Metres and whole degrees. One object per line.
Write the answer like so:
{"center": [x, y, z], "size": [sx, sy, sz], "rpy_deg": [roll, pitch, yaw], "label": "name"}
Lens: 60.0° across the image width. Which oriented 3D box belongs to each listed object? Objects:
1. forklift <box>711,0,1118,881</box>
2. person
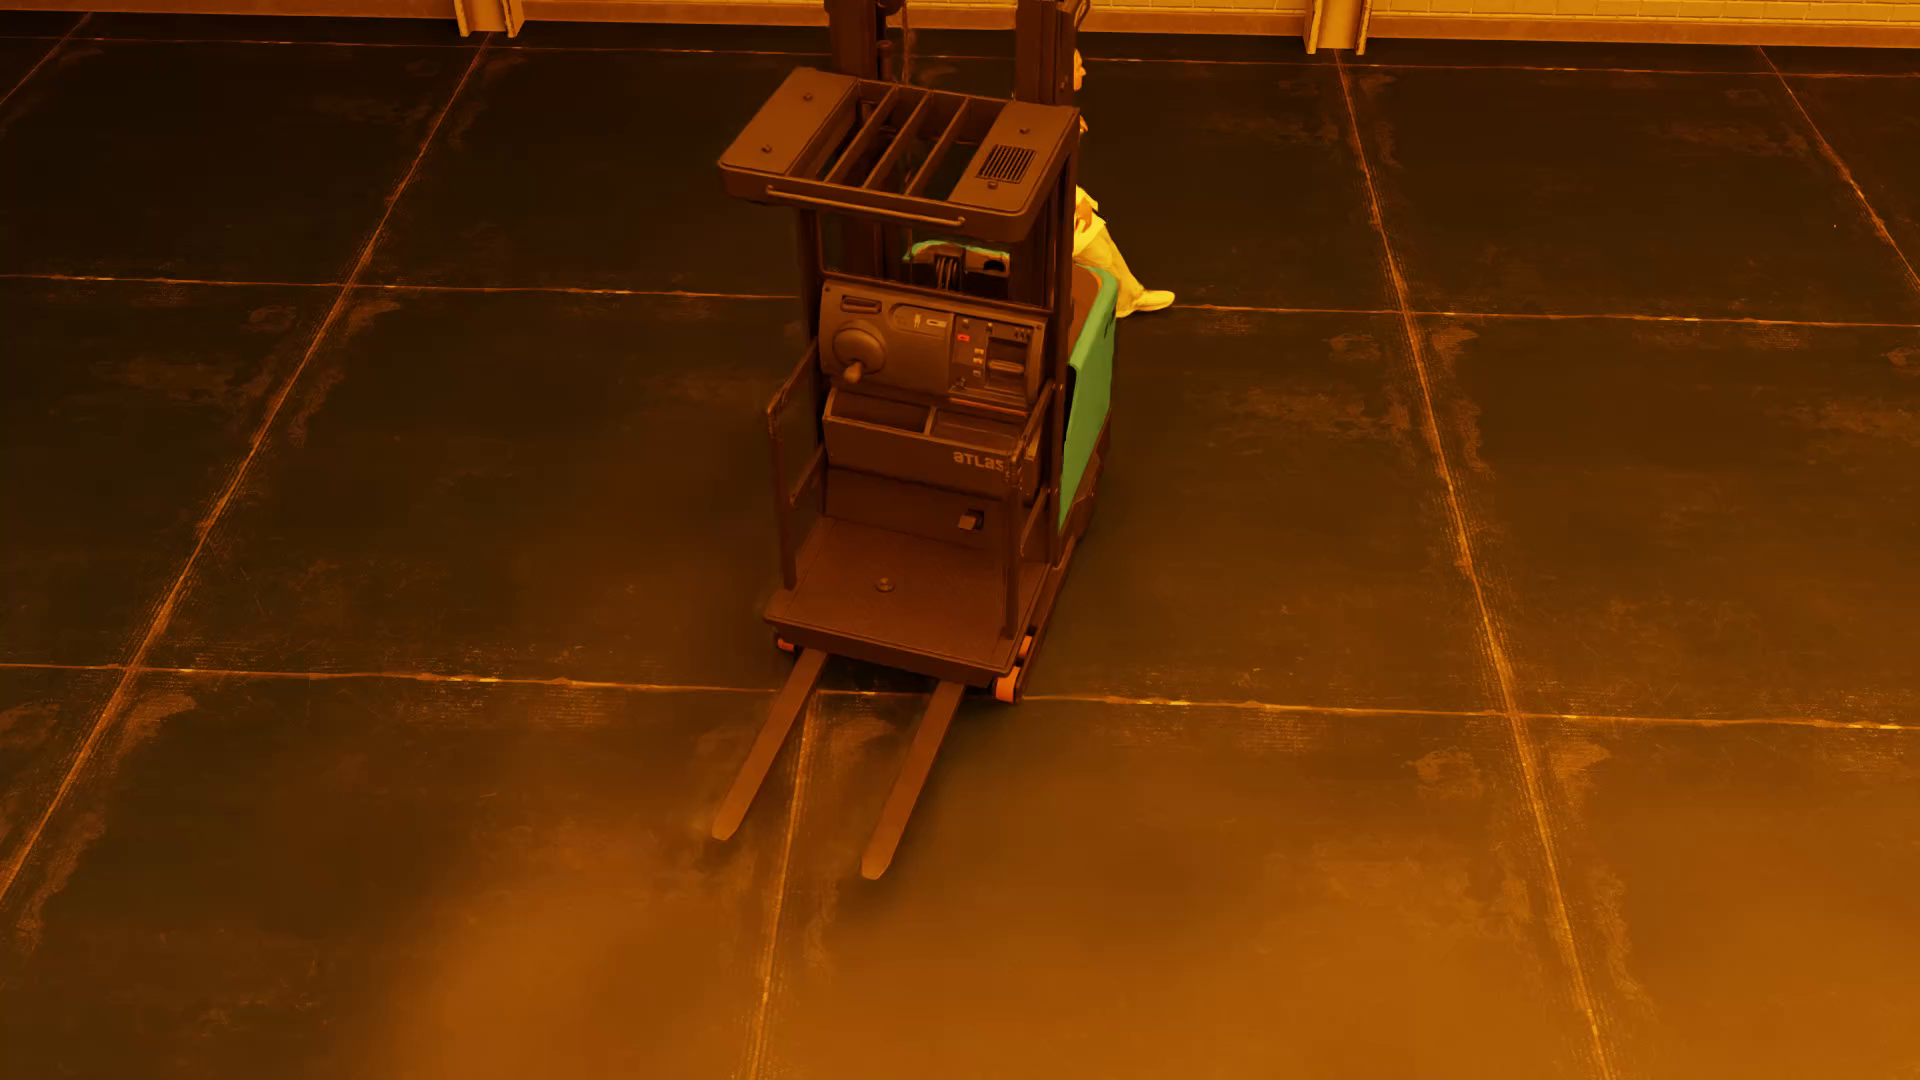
{"center": [-0.180, -0.689, 6.497], "size": [1.130, 2.935, 3.031], "rpy_deg": [12, 44, 13], "label": "forklift"}
{"center": [0.719, -1.799, 8.670], "size": [0.933, 1.646, 1.089], "rpy_deg": [2, 42, 2], "label": "person"}
